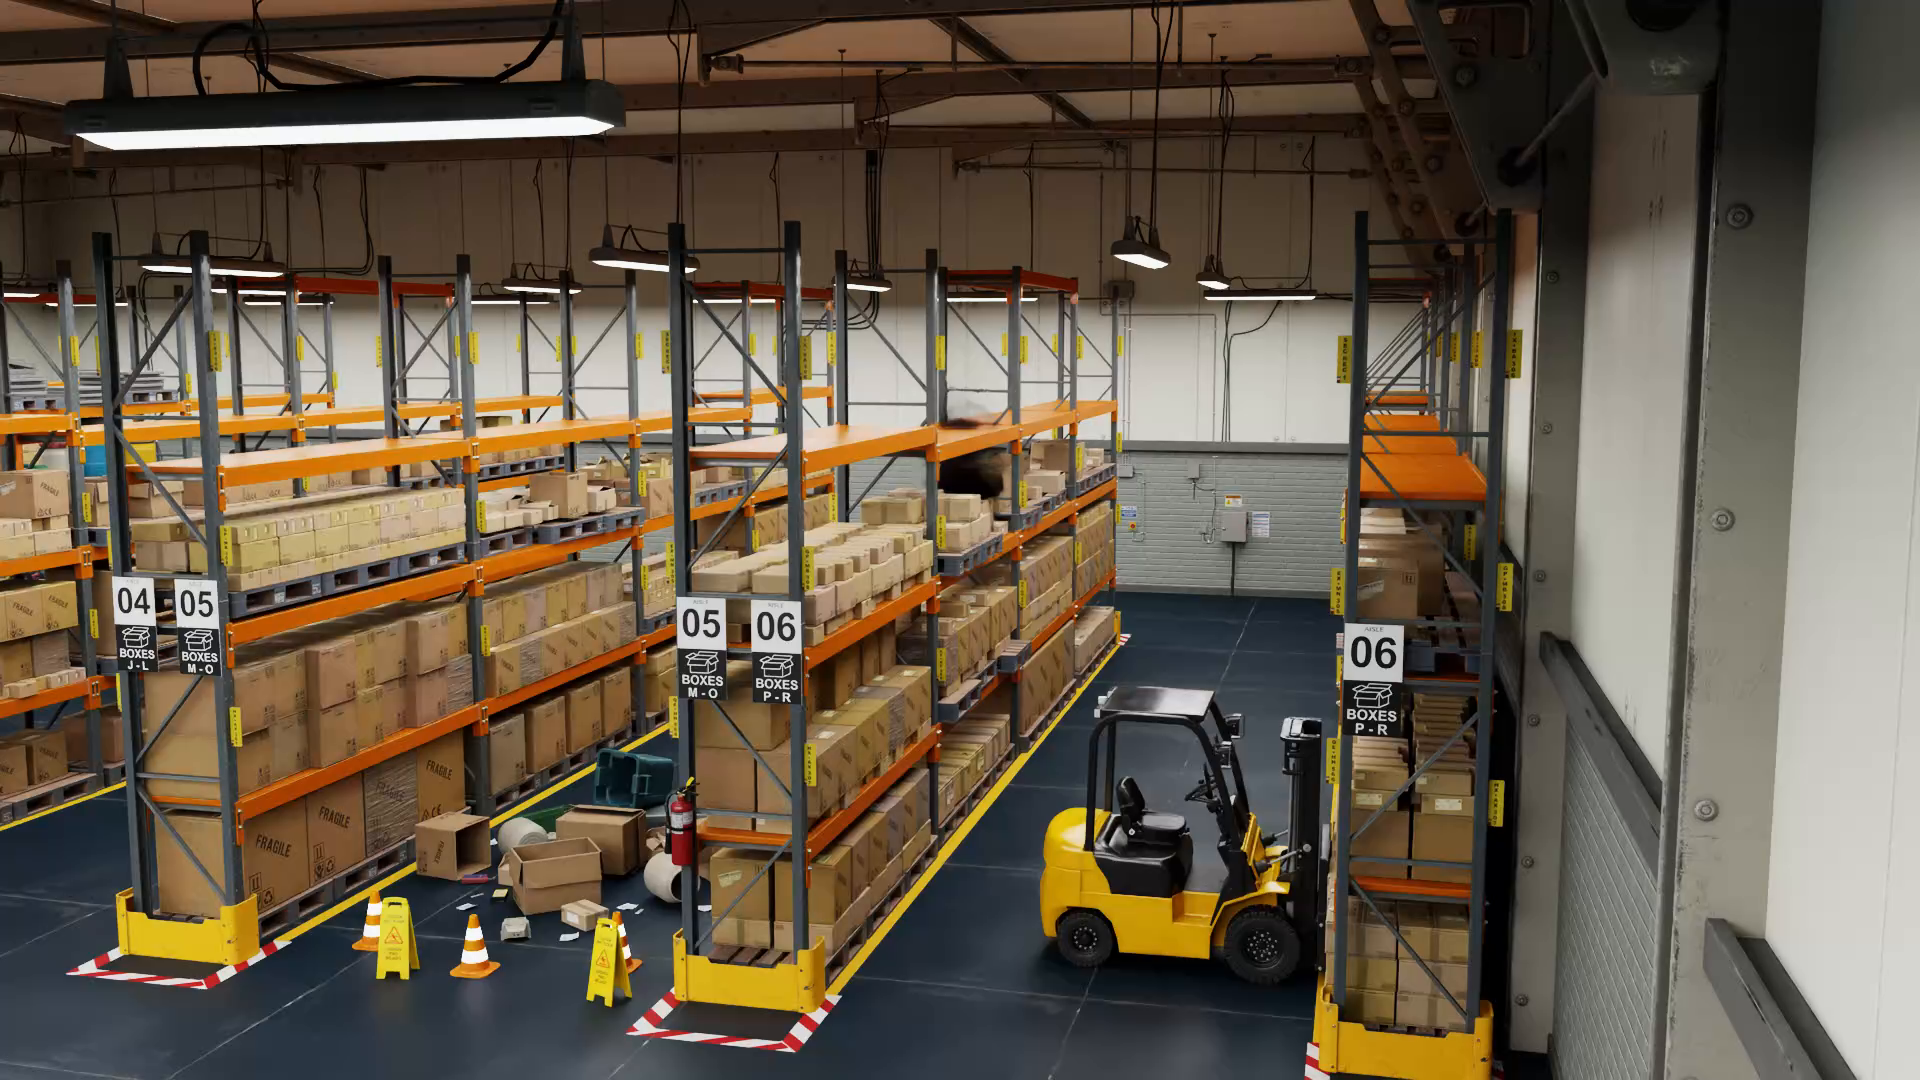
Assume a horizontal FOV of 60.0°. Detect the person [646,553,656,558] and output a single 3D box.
[{"bbox_3d":[-4.987,1.025,27.447,0.586,1.671,0.719,3,8,23],"label":"person"}]
